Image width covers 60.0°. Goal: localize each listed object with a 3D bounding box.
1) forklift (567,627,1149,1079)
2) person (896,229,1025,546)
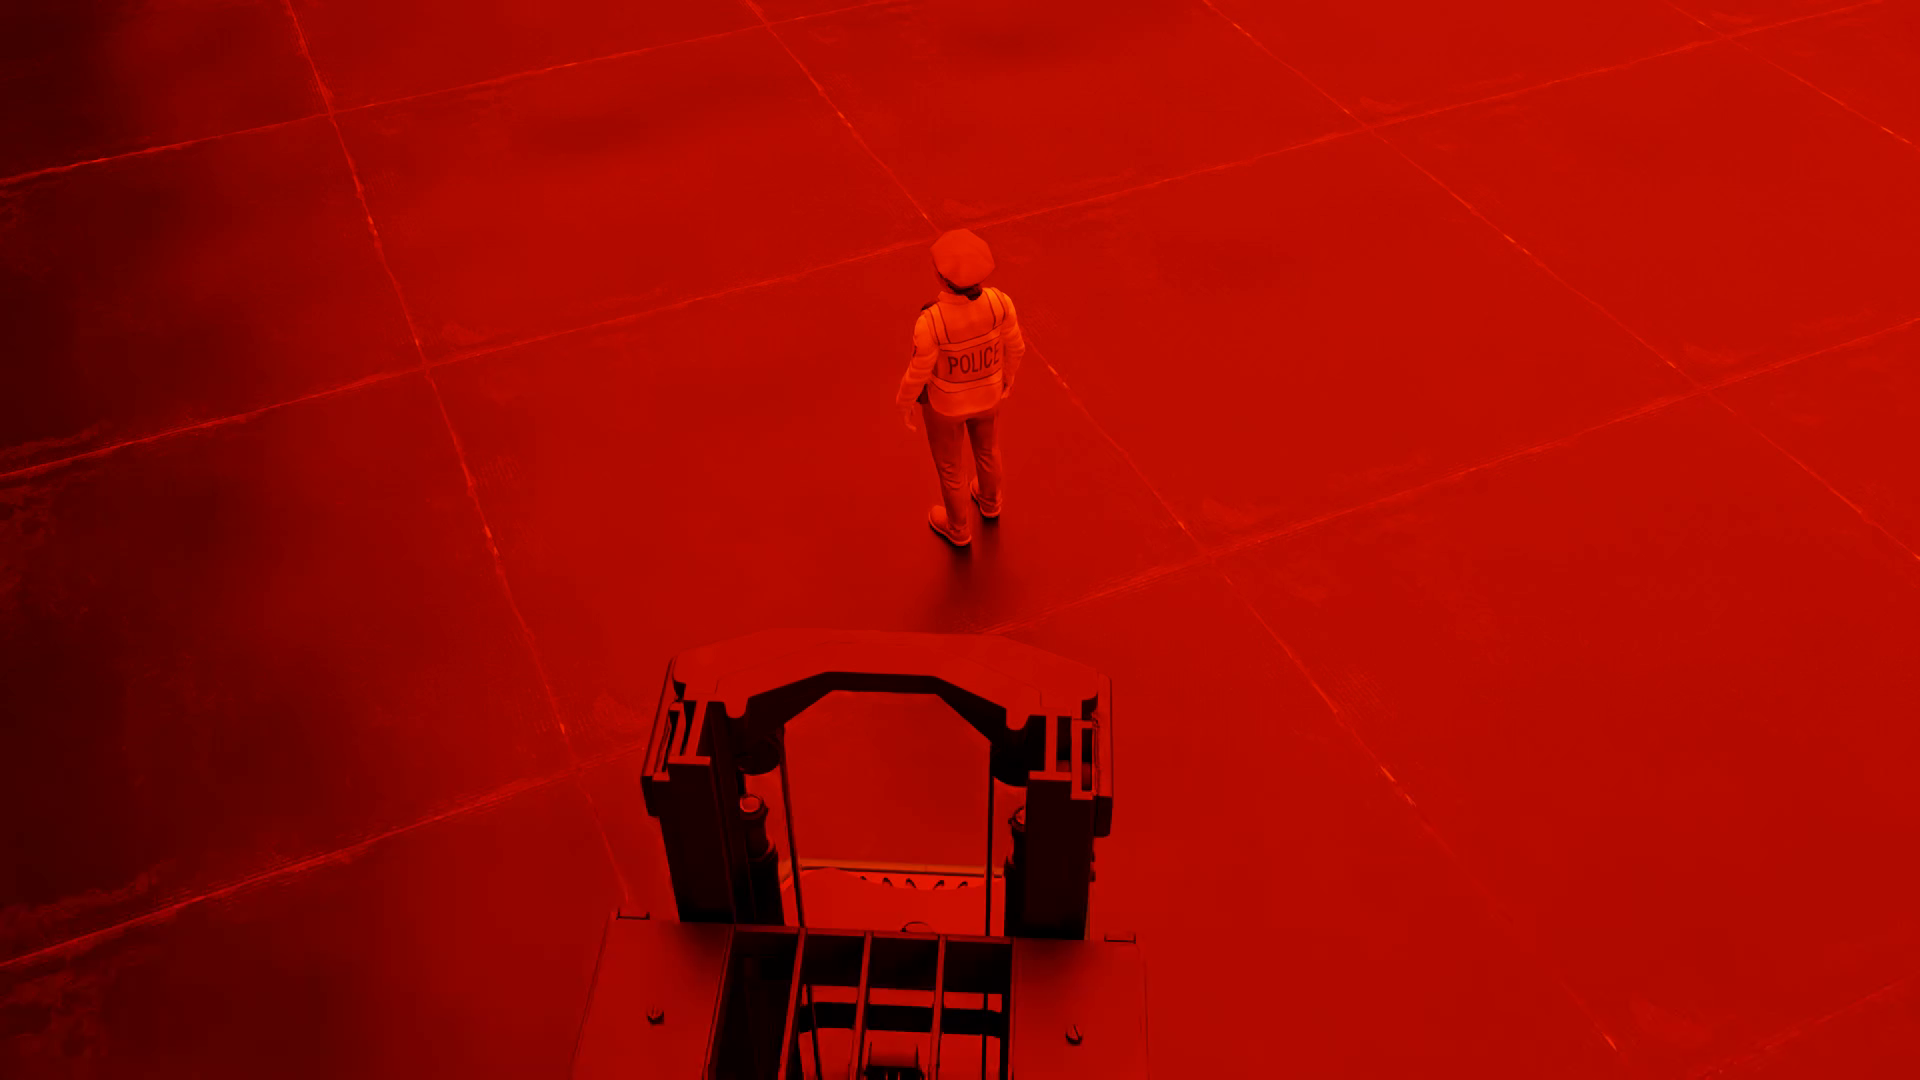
[{"bbox_3d":[-0.188,1.727,3.829,1.130,2.935,3.031,2,43,2],"label":"forklift"},{"bbox_3d":[-0.022,-0.668,7.292,0.587,1.696,0.534,-18,46,-18],"label":"person"}]
